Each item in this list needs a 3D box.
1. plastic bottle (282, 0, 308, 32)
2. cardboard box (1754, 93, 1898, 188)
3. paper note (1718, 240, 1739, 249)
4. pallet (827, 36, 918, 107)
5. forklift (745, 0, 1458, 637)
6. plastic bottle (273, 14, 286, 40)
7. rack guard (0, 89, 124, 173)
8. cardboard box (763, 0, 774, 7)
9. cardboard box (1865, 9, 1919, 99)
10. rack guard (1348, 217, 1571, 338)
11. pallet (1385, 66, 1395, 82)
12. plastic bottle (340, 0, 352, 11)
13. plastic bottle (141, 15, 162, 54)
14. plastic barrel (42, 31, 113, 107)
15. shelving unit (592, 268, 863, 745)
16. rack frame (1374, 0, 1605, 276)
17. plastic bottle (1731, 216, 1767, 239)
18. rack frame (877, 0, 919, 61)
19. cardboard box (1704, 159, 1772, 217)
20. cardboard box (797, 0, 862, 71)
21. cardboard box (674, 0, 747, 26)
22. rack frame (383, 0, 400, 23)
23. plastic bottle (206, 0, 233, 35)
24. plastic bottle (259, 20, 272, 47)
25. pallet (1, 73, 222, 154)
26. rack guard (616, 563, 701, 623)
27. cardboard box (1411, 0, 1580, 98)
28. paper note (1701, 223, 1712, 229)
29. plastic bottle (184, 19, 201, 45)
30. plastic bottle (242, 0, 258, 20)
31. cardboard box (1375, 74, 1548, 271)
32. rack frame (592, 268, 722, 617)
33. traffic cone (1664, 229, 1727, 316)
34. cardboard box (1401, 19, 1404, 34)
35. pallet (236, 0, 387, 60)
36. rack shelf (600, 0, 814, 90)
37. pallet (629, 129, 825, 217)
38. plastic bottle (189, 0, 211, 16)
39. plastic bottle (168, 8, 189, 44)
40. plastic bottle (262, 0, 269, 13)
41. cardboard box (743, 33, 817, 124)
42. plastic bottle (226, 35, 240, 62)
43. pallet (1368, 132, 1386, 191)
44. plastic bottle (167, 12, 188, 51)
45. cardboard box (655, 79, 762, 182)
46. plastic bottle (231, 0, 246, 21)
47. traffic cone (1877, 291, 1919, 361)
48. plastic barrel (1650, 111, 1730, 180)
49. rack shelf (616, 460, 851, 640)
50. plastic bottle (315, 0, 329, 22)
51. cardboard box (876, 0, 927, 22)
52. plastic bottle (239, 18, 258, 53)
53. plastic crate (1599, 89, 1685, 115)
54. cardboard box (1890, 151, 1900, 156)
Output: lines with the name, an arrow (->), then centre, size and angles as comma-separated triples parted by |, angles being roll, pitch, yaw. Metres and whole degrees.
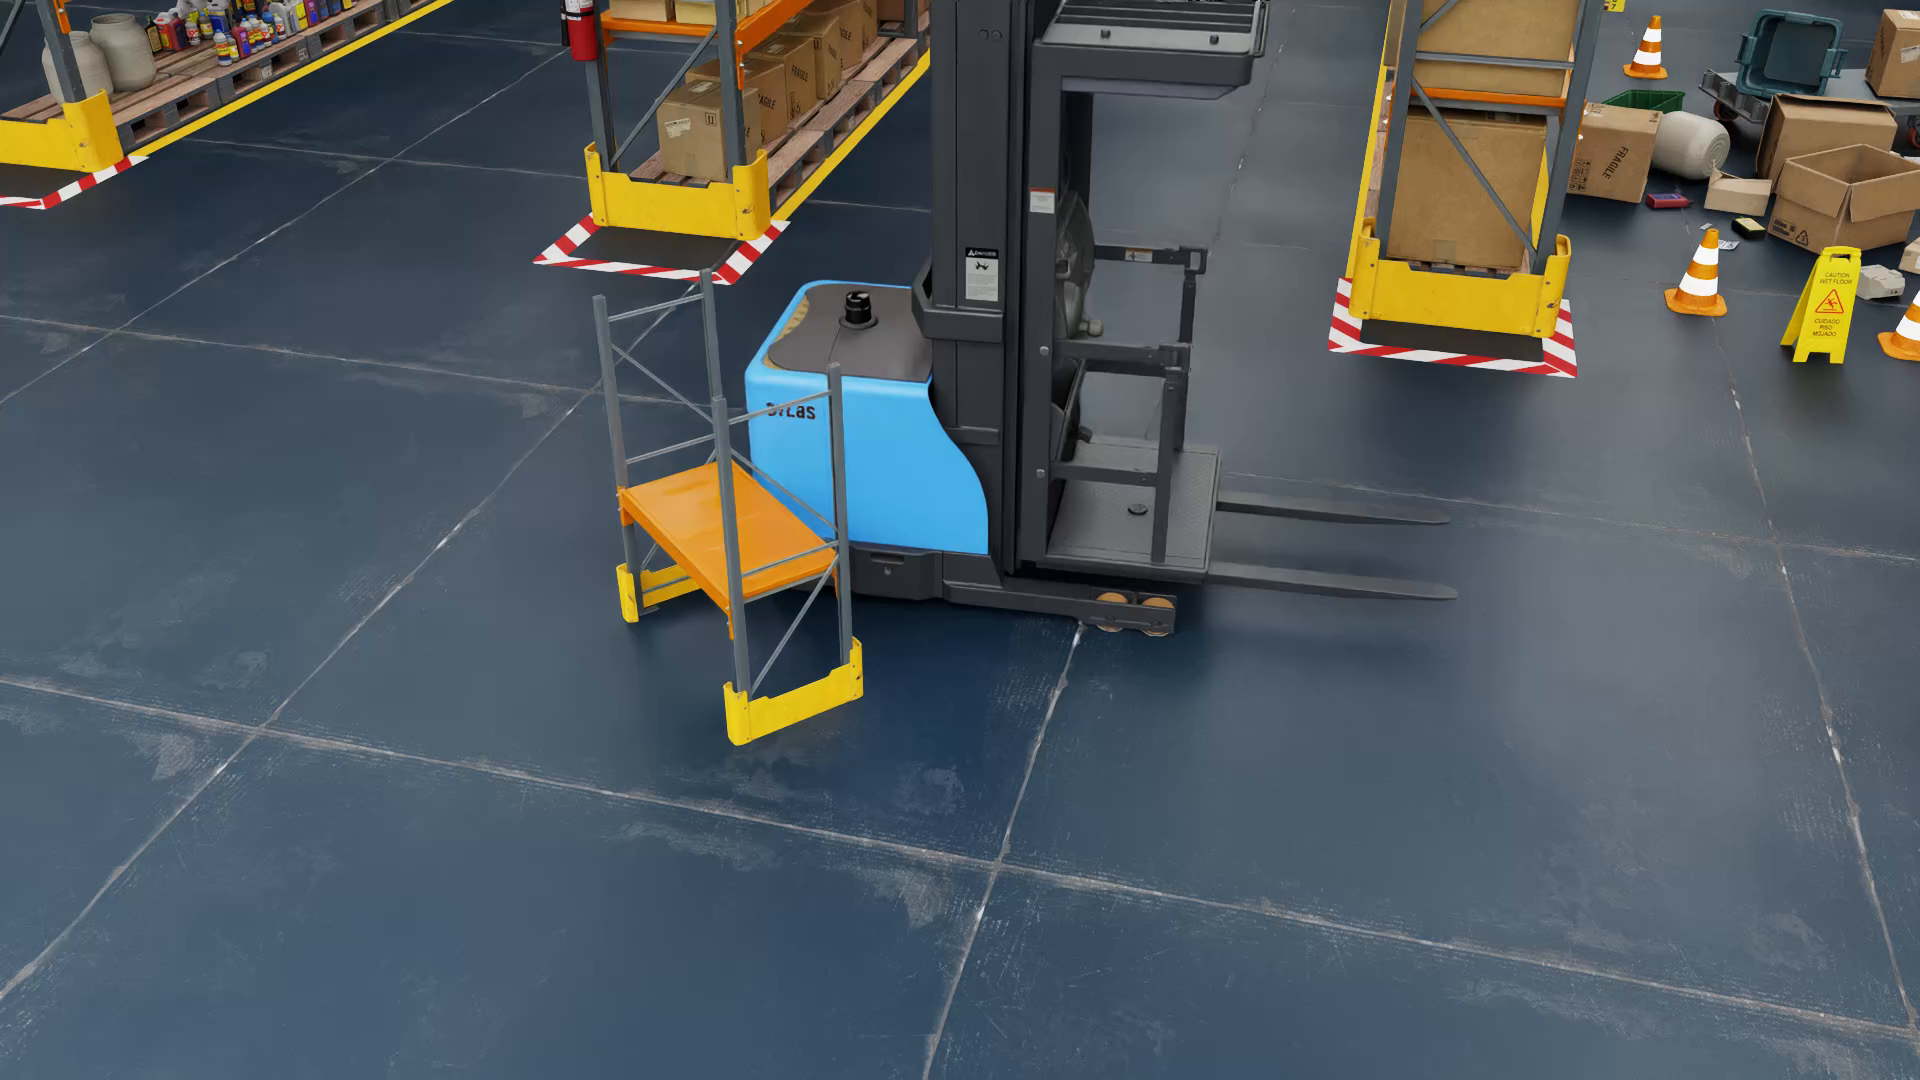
plastic bottle -> -5.658, -4.509, 14.105 | 0.144, 0.351, 0.185 | 8, 33, 12
cardboard box -> 5.945, -2.729, 11.446 | 0.797, 0.637, 0.503 | 8, 33, 12
paper note -> 4.934, -1.911, 10.729 | 0.144, 0.017, 0.142 | 20, 38, 29
pallet -> -0.988, -3.877, 13.652 | 1.003, 0.211, 1.213 | 8, 33, 12
forklift -> 0.659, -1.134, 6.802 | 3.031, 2.935, 1.130 | 6, 33, 9
plastic bottle -> -5.707, -4.297, 13.911 | 0.097, 0.201, 0.097 | 0, 32, 0
rack guard -> -6.684, -2.997, 11.998 | 1.175, 0.500, 0.348 | 8, 33, 12
cardboard box -> -1.404, -3.596, 10.844 | 0.380, 0.149, 0.250 | 8, 33, 12
cardboard box -> 7.004, -3.549, 12.161 | 0.500, 0.500, 0.500 | 8, 33, 12
rack guard -> 2.899, -1.536, 9.701 | 1.175, 0.500, 0.348 | 8, 33, 12
pallet -> 4.043, -3.913, 13.709 | 1.003, 0.211, 1.213 | 8, 33, 12
plastic bottle -> -5.446, -4.826, 14.668 | 0.061, 0.283, 0.133 | 10, 34, 15
plastic bottle -> -6.604, -4.121, 13.558 | 0.061, 0.283, 0.133 | 9, 33, 14
plastic barrel -> -6.565, -3.485, 12.364 | 0.421, 0.512, 0.421 | 0, 32, 0
shelving unit -> -0.930, -0.155, 6.595 | 0.587, 1.500, 1.083 | -20, 37, -28
rack frame -> 2.905, -2.604, 9.050 | 1.000, 3.000, 0.127 | 8, 33, 12
plastic bottle -> 5.171, -2.062, 10.937 | 0.133, 0.061, 0.283 | -3, 33, -4
rack frame -> -0.852, -5.407, 13.460 | 1.000, 3.000, 0.127 | 8, 33, 12
cardboard box -> 5.265, -2.383, 11.251 | 0.396, 0.266, 0.258 | 14, 35, 21
cardboard box -> -1.130, -4.029, 13.230 | 0.500, 0.500, 0.500 | 19, 37, 27
cardboard box -> -1.564, -3.341, 10.443 | 0.380, 0.149, 0.250 | 8, 33, 12
rack frame -> -5.643, -6.081, 14.520 | 1.000, 3.000, 0.127 | 8, 33, 12
plastic bottle -> -6.255, -4.430, 14.051 | 0.152, 0.276, 0.135 | 8, 33, 12
plastic bottle -> -5.759, -4.190, 13.743 | 0.097, 0.201, 0.097 | 0, 32, 0
pallet -> -6.473, -3.296, 12.737 | 1.003, 0.211, 1.213 | 8, 33, 12
rack guard -> -1.208, 0.151, 7.279 | 0.587, 0.250, 0.087 | -20, 37, -28
cardboard box -> 2.955, -2.866, 9.322 | 0.875, 0.550, 0.550 | 8, 33, 12
paper note -> 4.939, -2.077, 11.008 | 0.032, 0.001, 0.123 | 28, 42, 36
plastic bottle -> -6.365, -4.215, 13.783 | 0.097, 0.201, 0.097 | 0, 32, 0
plastic bottle -> -6.169, -4.662, 14.420 | 0.097, 0.271, 0.097 | 0, 32, 0
cardboard box -> 3.013, -2.245, 10.075 | 0.875, 0.875, 0.875 | 8, 33, 13
rack frame -> -1.208, -0.377, 6.945 | 0.500, 1.500, 0.032 | -20, 37, -28
traffic cone -> 4.413, -1.615, 9.860 | 0.336, 0.463, 0.334 | 8, 33, 12
cardboard box -> 3.467, -3.175, 11.537 | 0.875, 0.875, 0.875 | 8, 33, 13
pallet -> -5.854, -4.562, 14.729 | 1.003, 0.211, 1.213 | 8, 33, 12
rack shelf -> -1.360, -4.066, 12.020 | 1.077, 0.370, 4.000 | 8, 33, 12
pallet -> -1.608, -2.611, 11.660 | 1.003, 0.211, 1.213 | 8, 33, 12
plastic bottle -> -6.405, -4.468, 14.042 | 0.144, 0.351, 0.185 | 8, 33, 12
plastic bottle -> -6.490, -4.254, 13.774 | 0.152, 0.276, 0.135 | 7, 33, 11
plastic bottle -> -5.806, -4.411, 14.014 | 0.061, 0.283, 0.133 | 8, 33, 12
cardboard box -> -1.397, -3.413, 12.261 | 0.500, 0.500, 0.500 | 11, 34, 17
plastic bottle -> -5.870, -3.963, 13.386 | 0.097, 0.201, 0.097 | 0, 32, 0
pallet -> 3.344, -2.484, 11.460 | 1.003, 0.211, 1.213 | 8, 33, 12
plastic bottle -> -6.422, -4.171, 13.636 | 0.061, 0.283, 0.133 | 8, 33, 12
cardboard box -> -1.693, -2.776, 11.258 | 0.500, 0.500, 0.500 | 14, 35, 21
plastic bottle -> -6.297, -4.689, 14.389 | 0.144, 0.351, 0.185 | 7, 33, 10
traffic cone -> 5.420, -1.285, 9.340 | 0.336, 0.463, 0.334 | 8, 33, 12
plastic barrel -> 5.116, -2.795, 11.751 | 0.421, 0.421, 0.512 | -21, 38, -29
rack shelf -> -0.924, 0.001, 6.685 | 0.538, 0.185, 1.000 | -20, 37, -28
plastic bottle -> -5.576, -4.676, 14.369 | 0.144, 0.351, 0.185 | 6, 33, 10
cardboard box -> -0.675, -4.854, 14.509 | 0.700, 0.500, 0.500 | 6, 33, 9
plastic bottle -> -5.810, -4.116, 13.562 | 0.097, 0.271, 0.097 | 0, 32, 0
plastic crate -> 5.143, -3.248, 12.631 | 0.662, 0.188, 0.450 | -28, 32, -37
cardboard box -> 6.451, -2.774, 11.865 | 0.258, 0.266, 0.396 | -14, 35, -21
